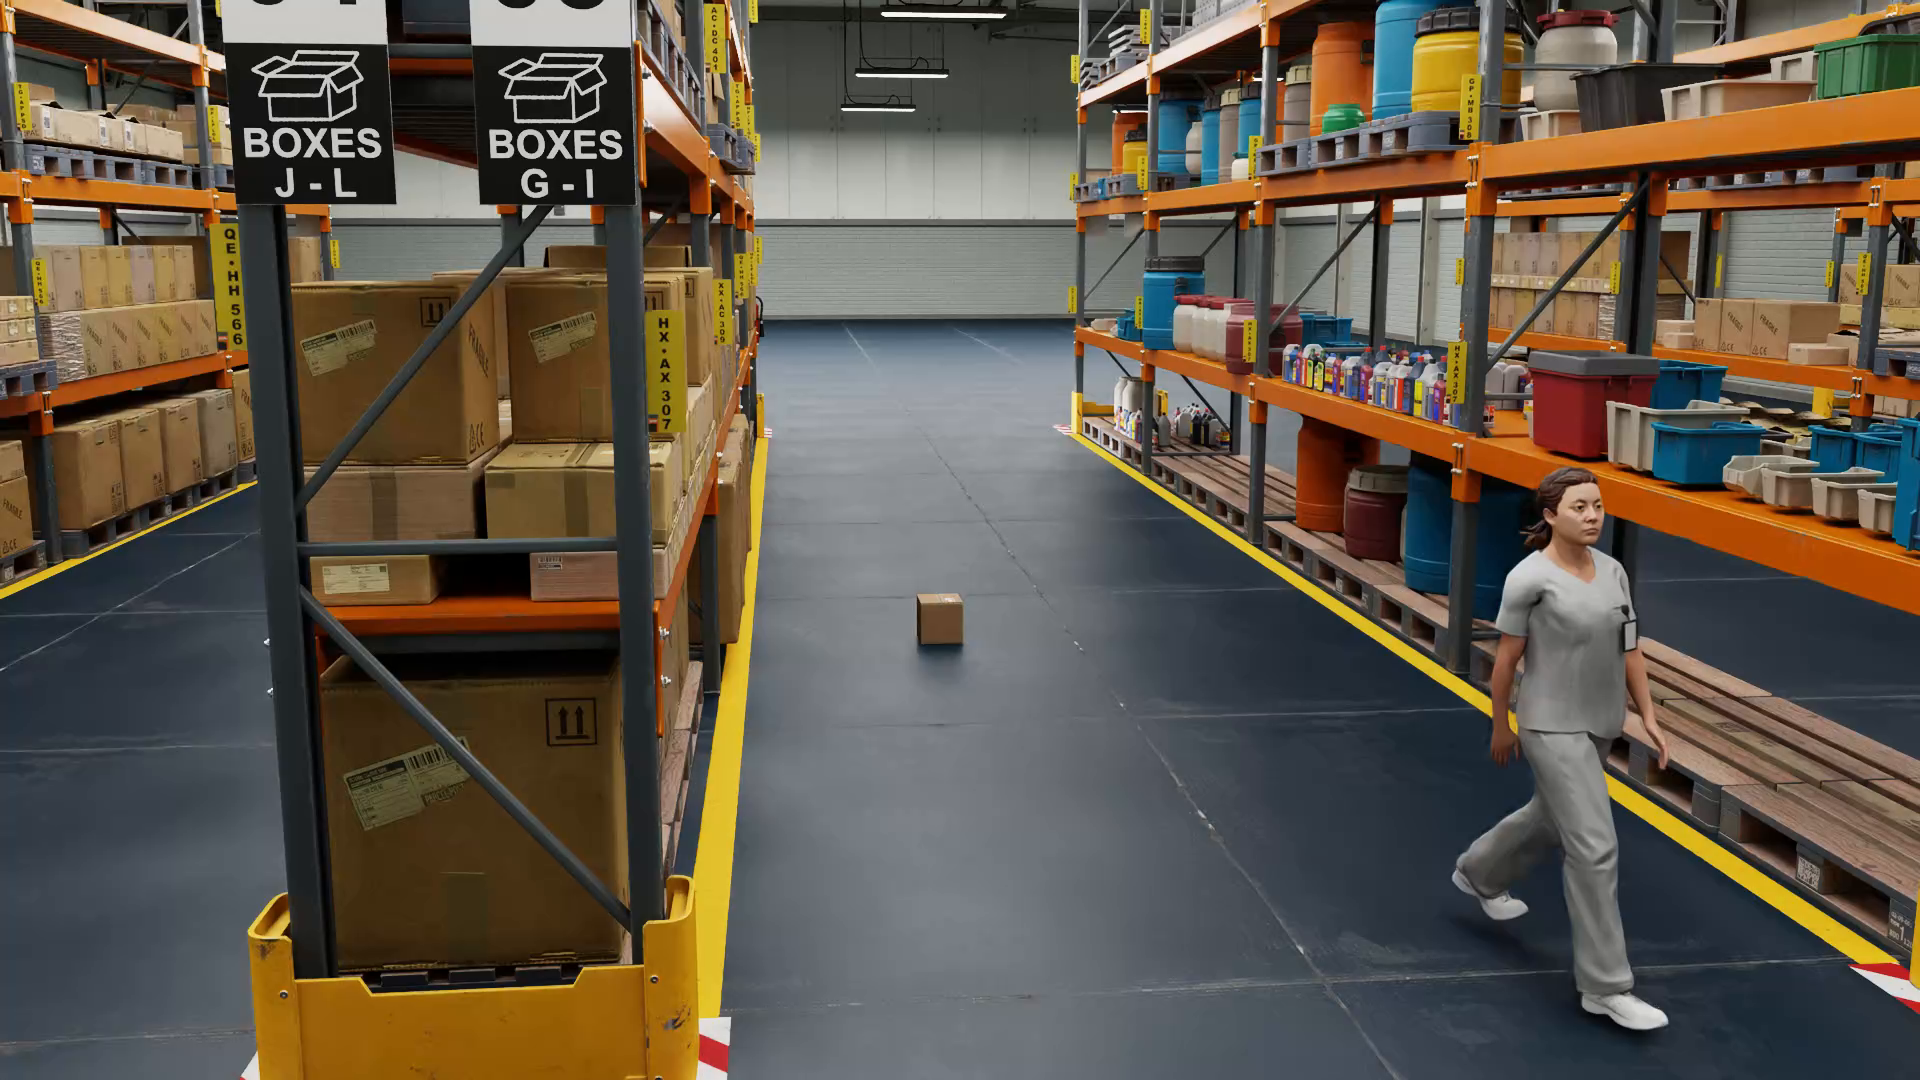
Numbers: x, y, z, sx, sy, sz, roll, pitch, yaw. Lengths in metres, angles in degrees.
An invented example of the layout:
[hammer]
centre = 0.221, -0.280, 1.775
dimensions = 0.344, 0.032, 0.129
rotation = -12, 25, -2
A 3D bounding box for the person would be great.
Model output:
[person]
centre = 1.895, 0.578, 5.180
dimensions = 0.441, 1.624, 1.026
rotation = -5, 11, -26
